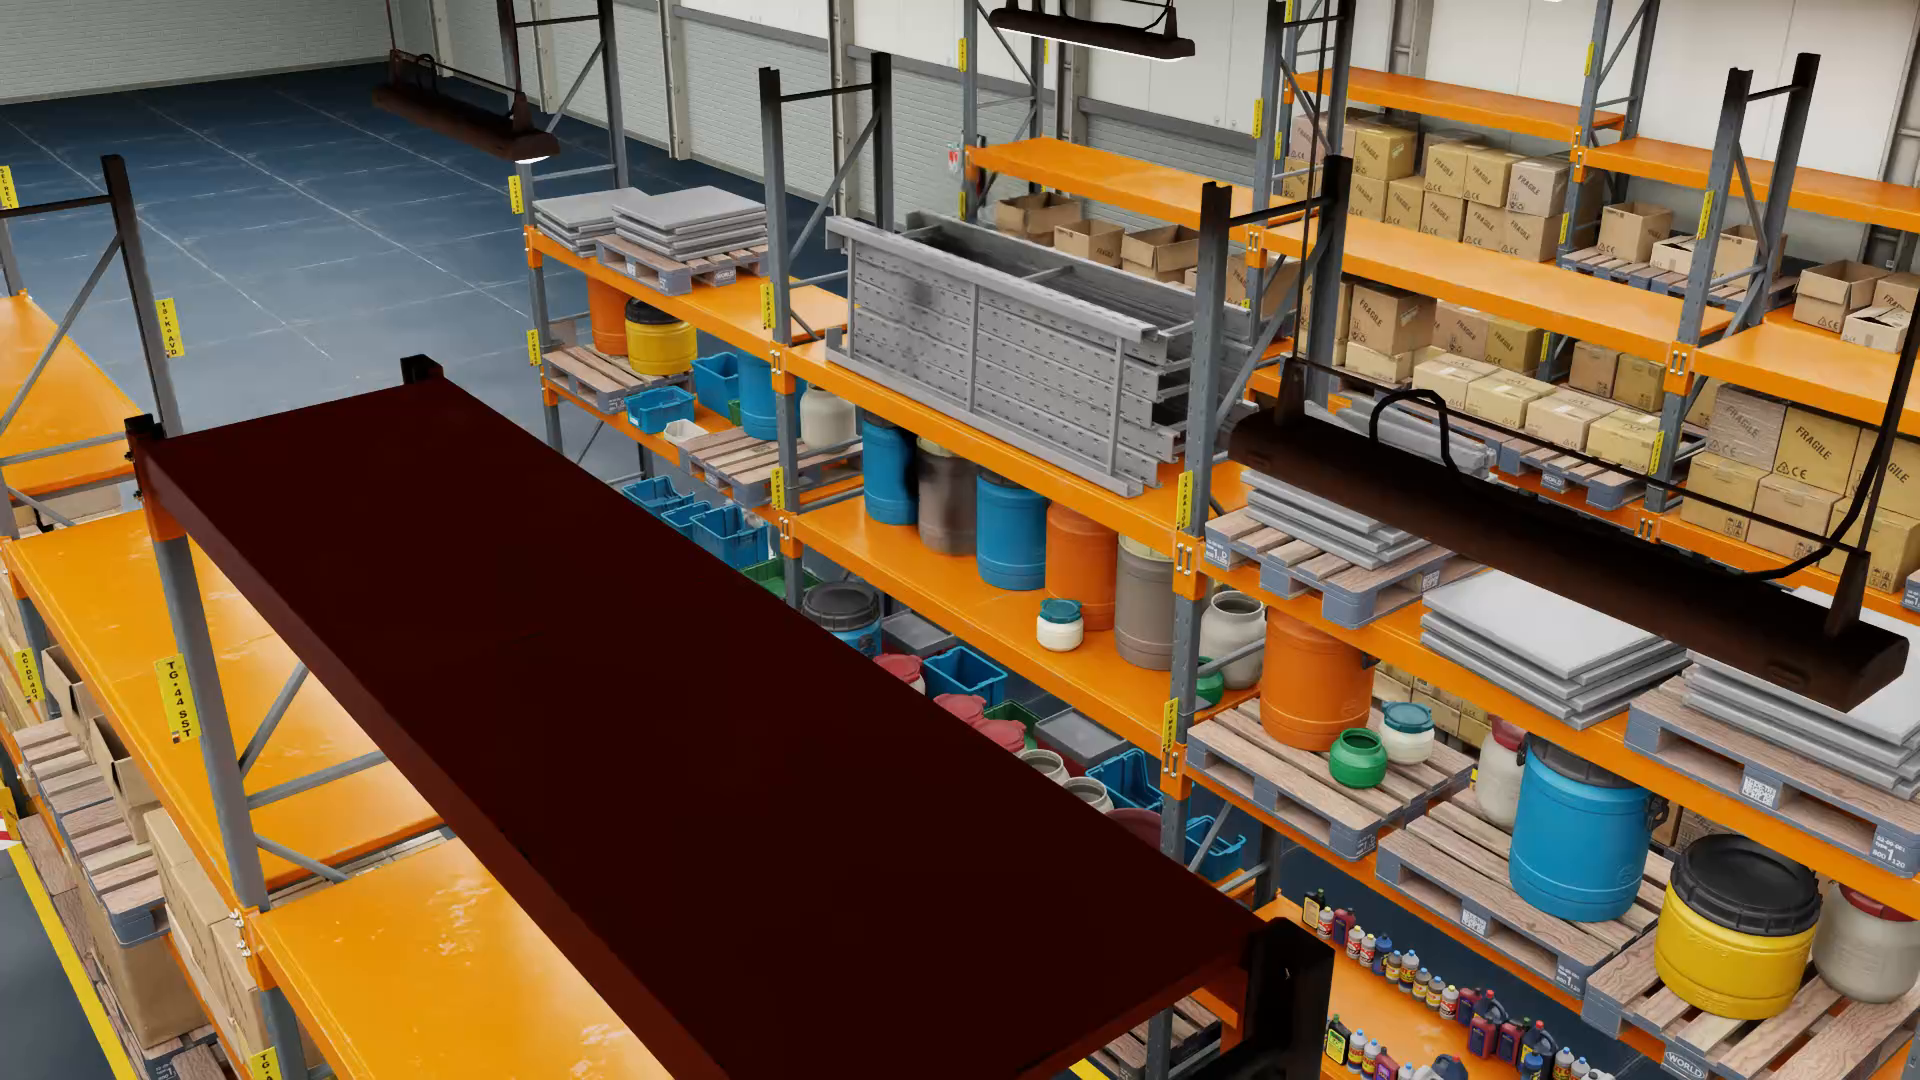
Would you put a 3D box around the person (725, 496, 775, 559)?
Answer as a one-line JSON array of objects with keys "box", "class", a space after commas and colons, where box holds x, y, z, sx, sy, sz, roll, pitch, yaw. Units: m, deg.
[{"box": [-2.175, -0.323, 16.912, 0.824, 1.817, 0.668, 17, 31, 31], "class": "person"}]
